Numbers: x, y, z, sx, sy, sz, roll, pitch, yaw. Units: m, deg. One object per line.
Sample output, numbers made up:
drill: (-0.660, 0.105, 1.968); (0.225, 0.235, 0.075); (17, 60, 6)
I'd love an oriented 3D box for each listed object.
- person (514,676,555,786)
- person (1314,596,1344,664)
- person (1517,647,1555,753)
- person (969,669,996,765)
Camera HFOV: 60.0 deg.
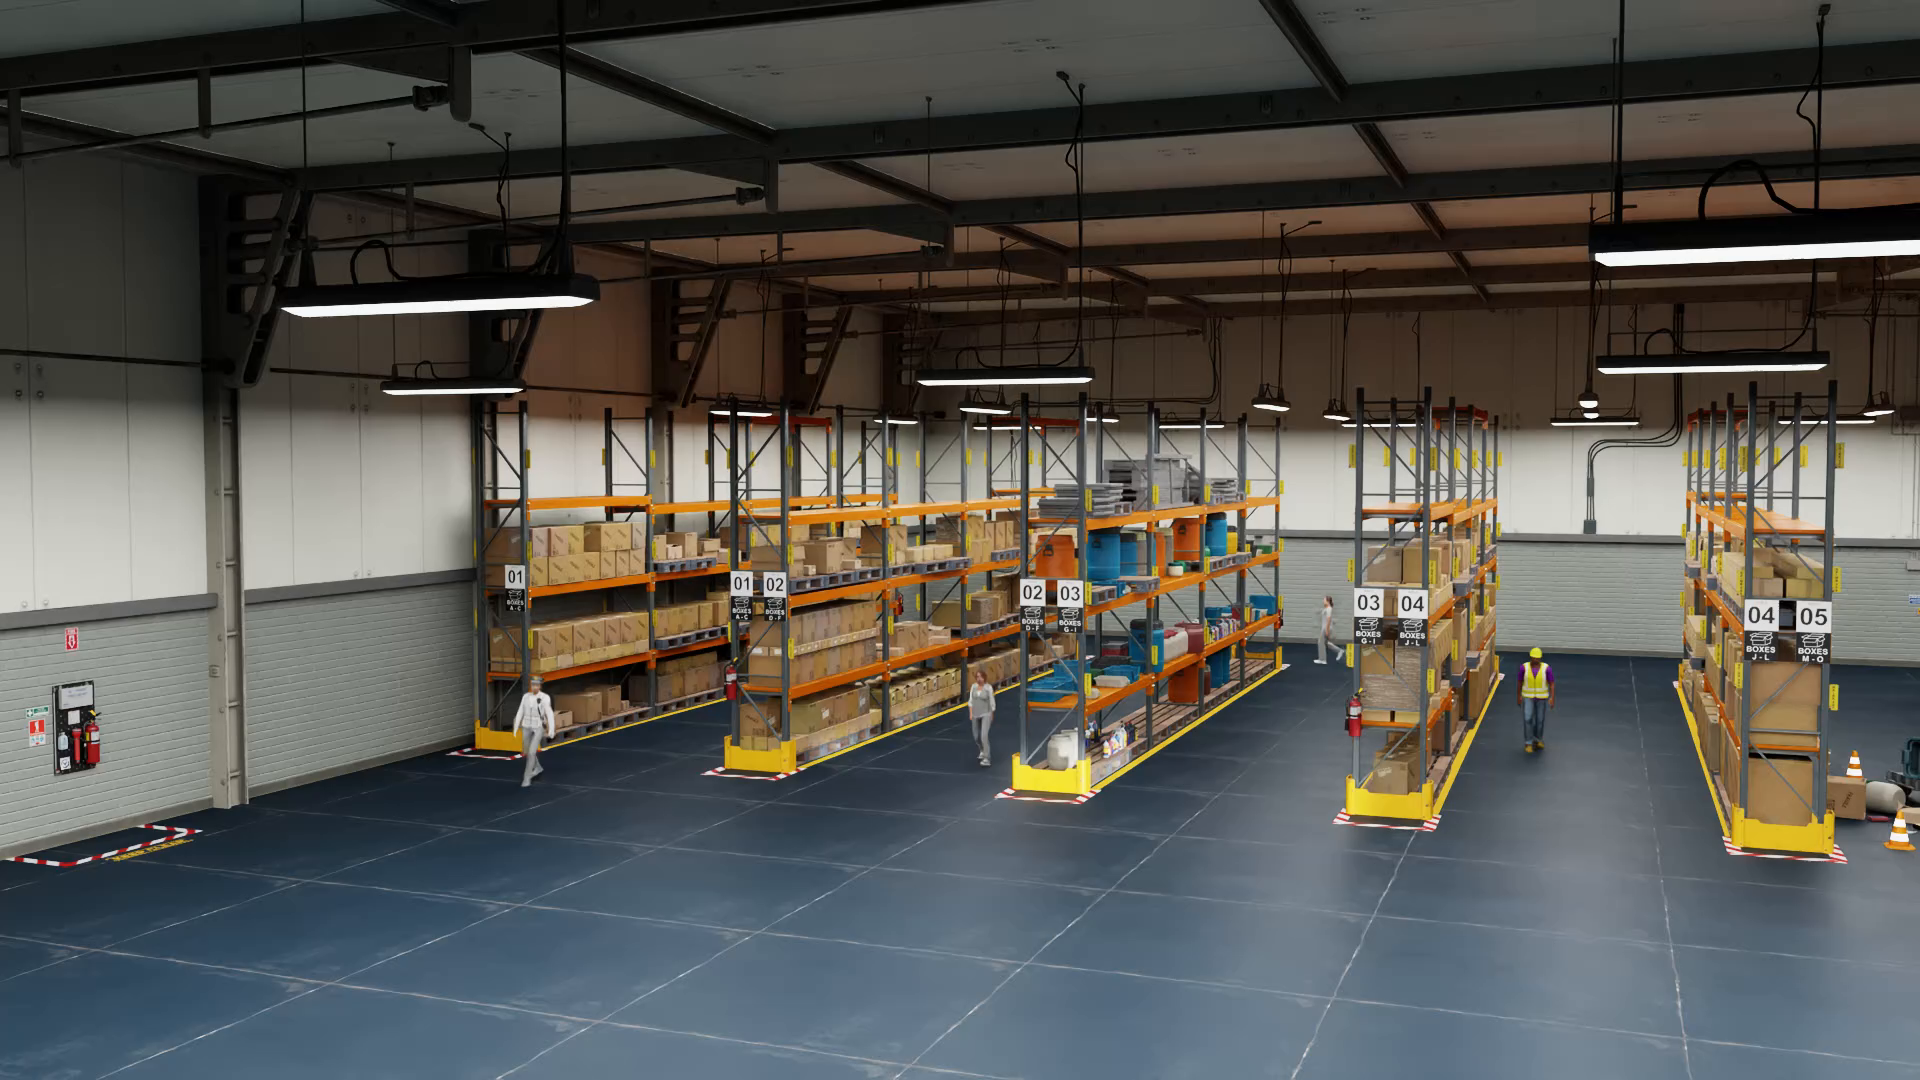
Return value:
person: (-6.591, 2.938, 25.776); (0.569, 1.684, 0.739); (0, 3, 8)
person: (9.001, 2.188, 40.547); (0.708, 1.651, 0.439); (1, 3, 19)
person: (9.898, 2.737, 28.572); (0.621, 1.793, 0.665); (1, 3, 20)
person: (0.388, 2.899, 27.320); (0.444, 1.555, 0.733); (2, 3, 31)
